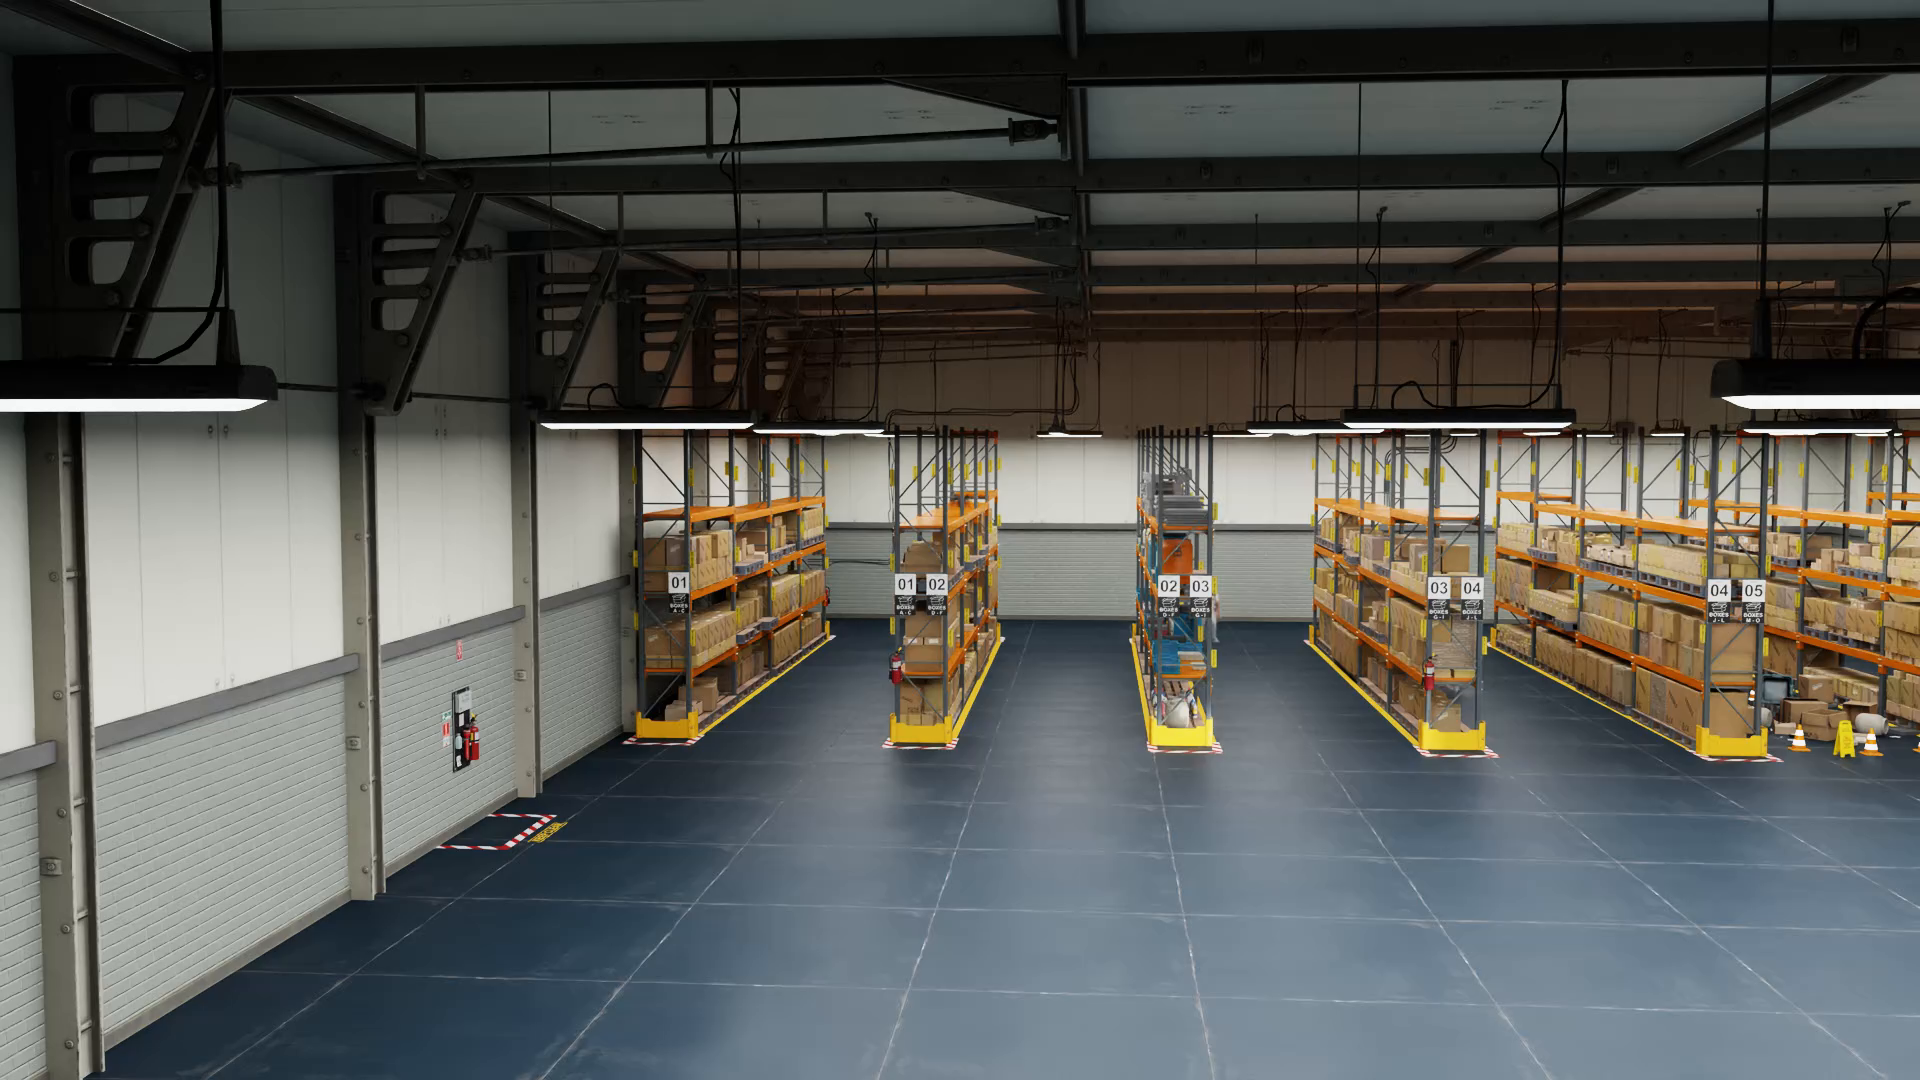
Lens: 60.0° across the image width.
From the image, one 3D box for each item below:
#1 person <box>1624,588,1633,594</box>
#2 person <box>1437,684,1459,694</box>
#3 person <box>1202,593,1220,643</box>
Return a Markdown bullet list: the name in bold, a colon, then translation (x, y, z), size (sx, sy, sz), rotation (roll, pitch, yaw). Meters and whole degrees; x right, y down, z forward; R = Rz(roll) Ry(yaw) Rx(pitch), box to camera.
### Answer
- **person**: translation (18.622, 2.150, 46.347), size (0.416, 1.692, 0.878), rotation (2, 4, 24)
- **person**: translation (11.132, 2.566, 37.804), size (0.622, 1.791, 0.577), rotation (2, 4, 24)
- **person**: translation (7.051, 2.020, 47.051), size (0.659, 1.730, 0.954), rotation (-1, 4, -13)
